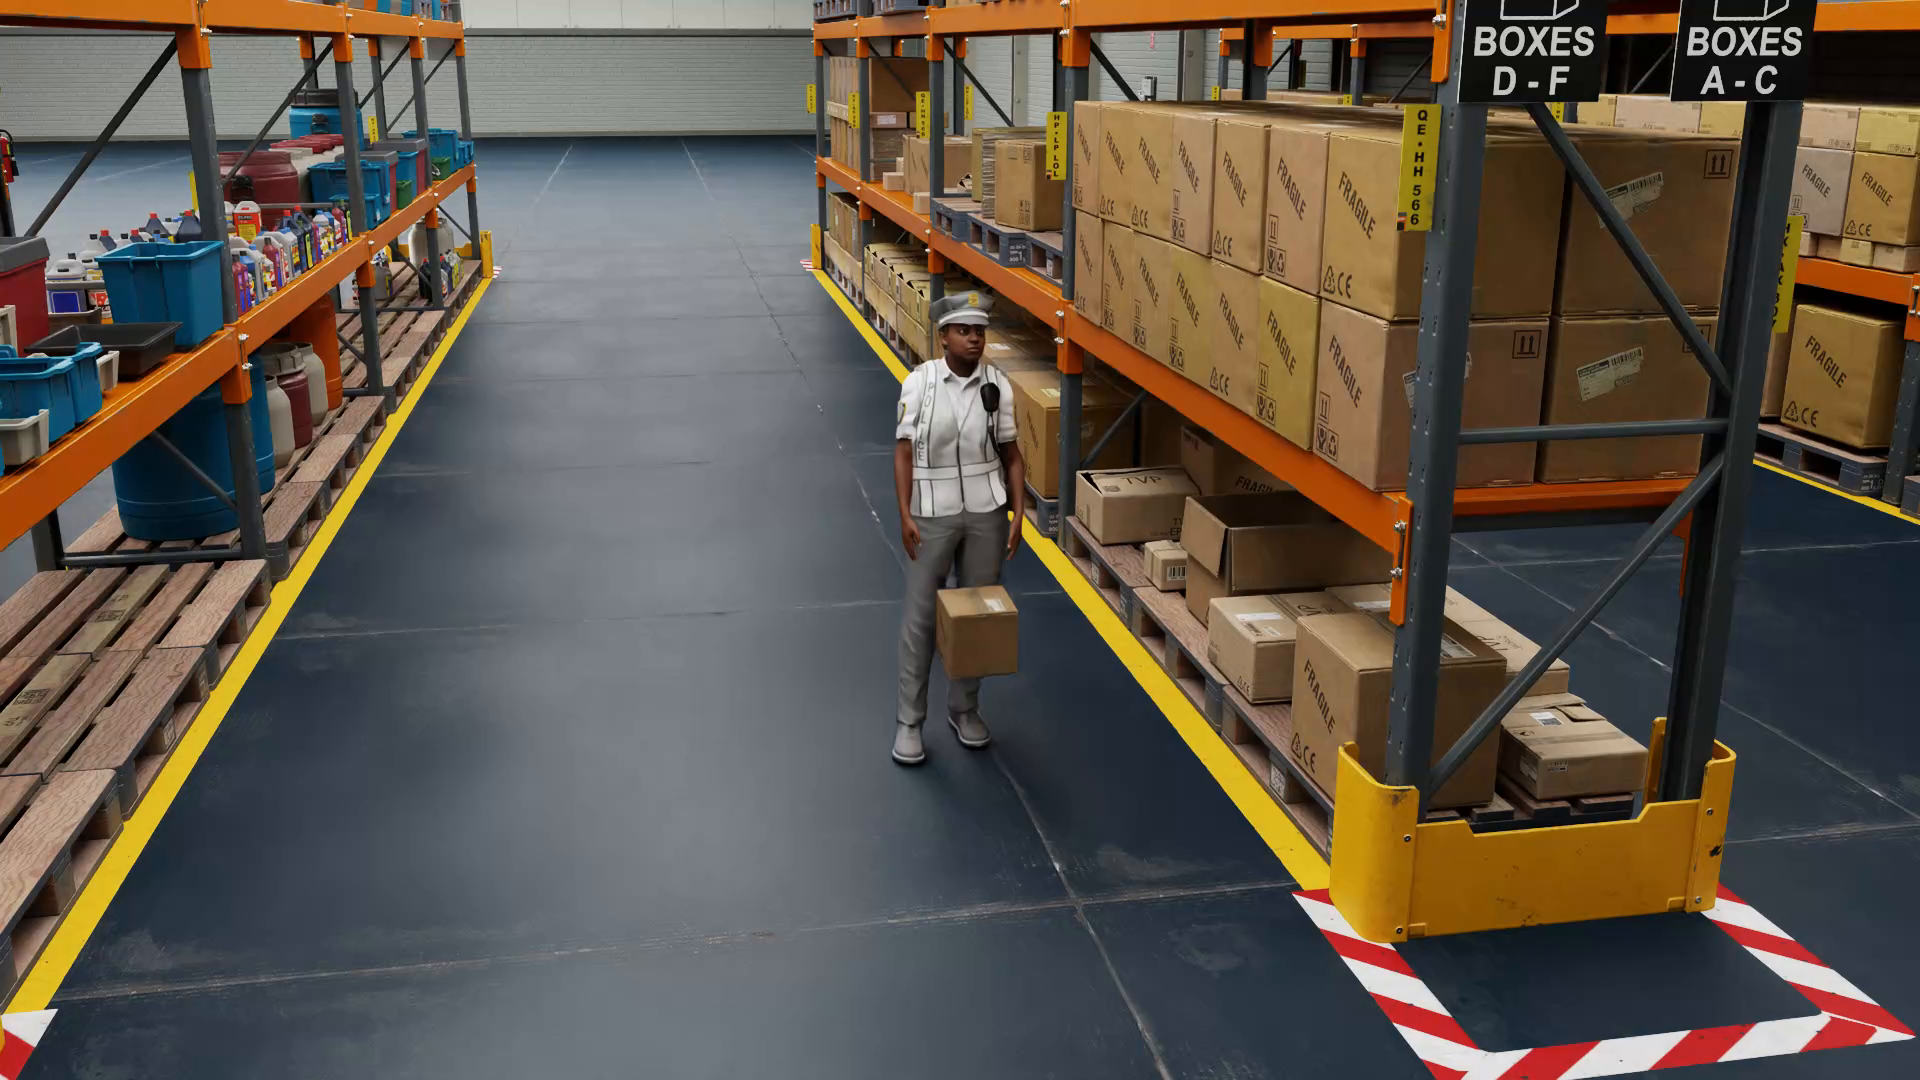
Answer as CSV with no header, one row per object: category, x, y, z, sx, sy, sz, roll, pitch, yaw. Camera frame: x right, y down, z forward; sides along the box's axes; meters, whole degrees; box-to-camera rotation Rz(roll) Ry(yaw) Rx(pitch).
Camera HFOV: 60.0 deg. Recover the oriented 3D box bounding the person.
person,-0.014,-0.063,6.162,0.547,1.695,0.528,-3,17,-10
